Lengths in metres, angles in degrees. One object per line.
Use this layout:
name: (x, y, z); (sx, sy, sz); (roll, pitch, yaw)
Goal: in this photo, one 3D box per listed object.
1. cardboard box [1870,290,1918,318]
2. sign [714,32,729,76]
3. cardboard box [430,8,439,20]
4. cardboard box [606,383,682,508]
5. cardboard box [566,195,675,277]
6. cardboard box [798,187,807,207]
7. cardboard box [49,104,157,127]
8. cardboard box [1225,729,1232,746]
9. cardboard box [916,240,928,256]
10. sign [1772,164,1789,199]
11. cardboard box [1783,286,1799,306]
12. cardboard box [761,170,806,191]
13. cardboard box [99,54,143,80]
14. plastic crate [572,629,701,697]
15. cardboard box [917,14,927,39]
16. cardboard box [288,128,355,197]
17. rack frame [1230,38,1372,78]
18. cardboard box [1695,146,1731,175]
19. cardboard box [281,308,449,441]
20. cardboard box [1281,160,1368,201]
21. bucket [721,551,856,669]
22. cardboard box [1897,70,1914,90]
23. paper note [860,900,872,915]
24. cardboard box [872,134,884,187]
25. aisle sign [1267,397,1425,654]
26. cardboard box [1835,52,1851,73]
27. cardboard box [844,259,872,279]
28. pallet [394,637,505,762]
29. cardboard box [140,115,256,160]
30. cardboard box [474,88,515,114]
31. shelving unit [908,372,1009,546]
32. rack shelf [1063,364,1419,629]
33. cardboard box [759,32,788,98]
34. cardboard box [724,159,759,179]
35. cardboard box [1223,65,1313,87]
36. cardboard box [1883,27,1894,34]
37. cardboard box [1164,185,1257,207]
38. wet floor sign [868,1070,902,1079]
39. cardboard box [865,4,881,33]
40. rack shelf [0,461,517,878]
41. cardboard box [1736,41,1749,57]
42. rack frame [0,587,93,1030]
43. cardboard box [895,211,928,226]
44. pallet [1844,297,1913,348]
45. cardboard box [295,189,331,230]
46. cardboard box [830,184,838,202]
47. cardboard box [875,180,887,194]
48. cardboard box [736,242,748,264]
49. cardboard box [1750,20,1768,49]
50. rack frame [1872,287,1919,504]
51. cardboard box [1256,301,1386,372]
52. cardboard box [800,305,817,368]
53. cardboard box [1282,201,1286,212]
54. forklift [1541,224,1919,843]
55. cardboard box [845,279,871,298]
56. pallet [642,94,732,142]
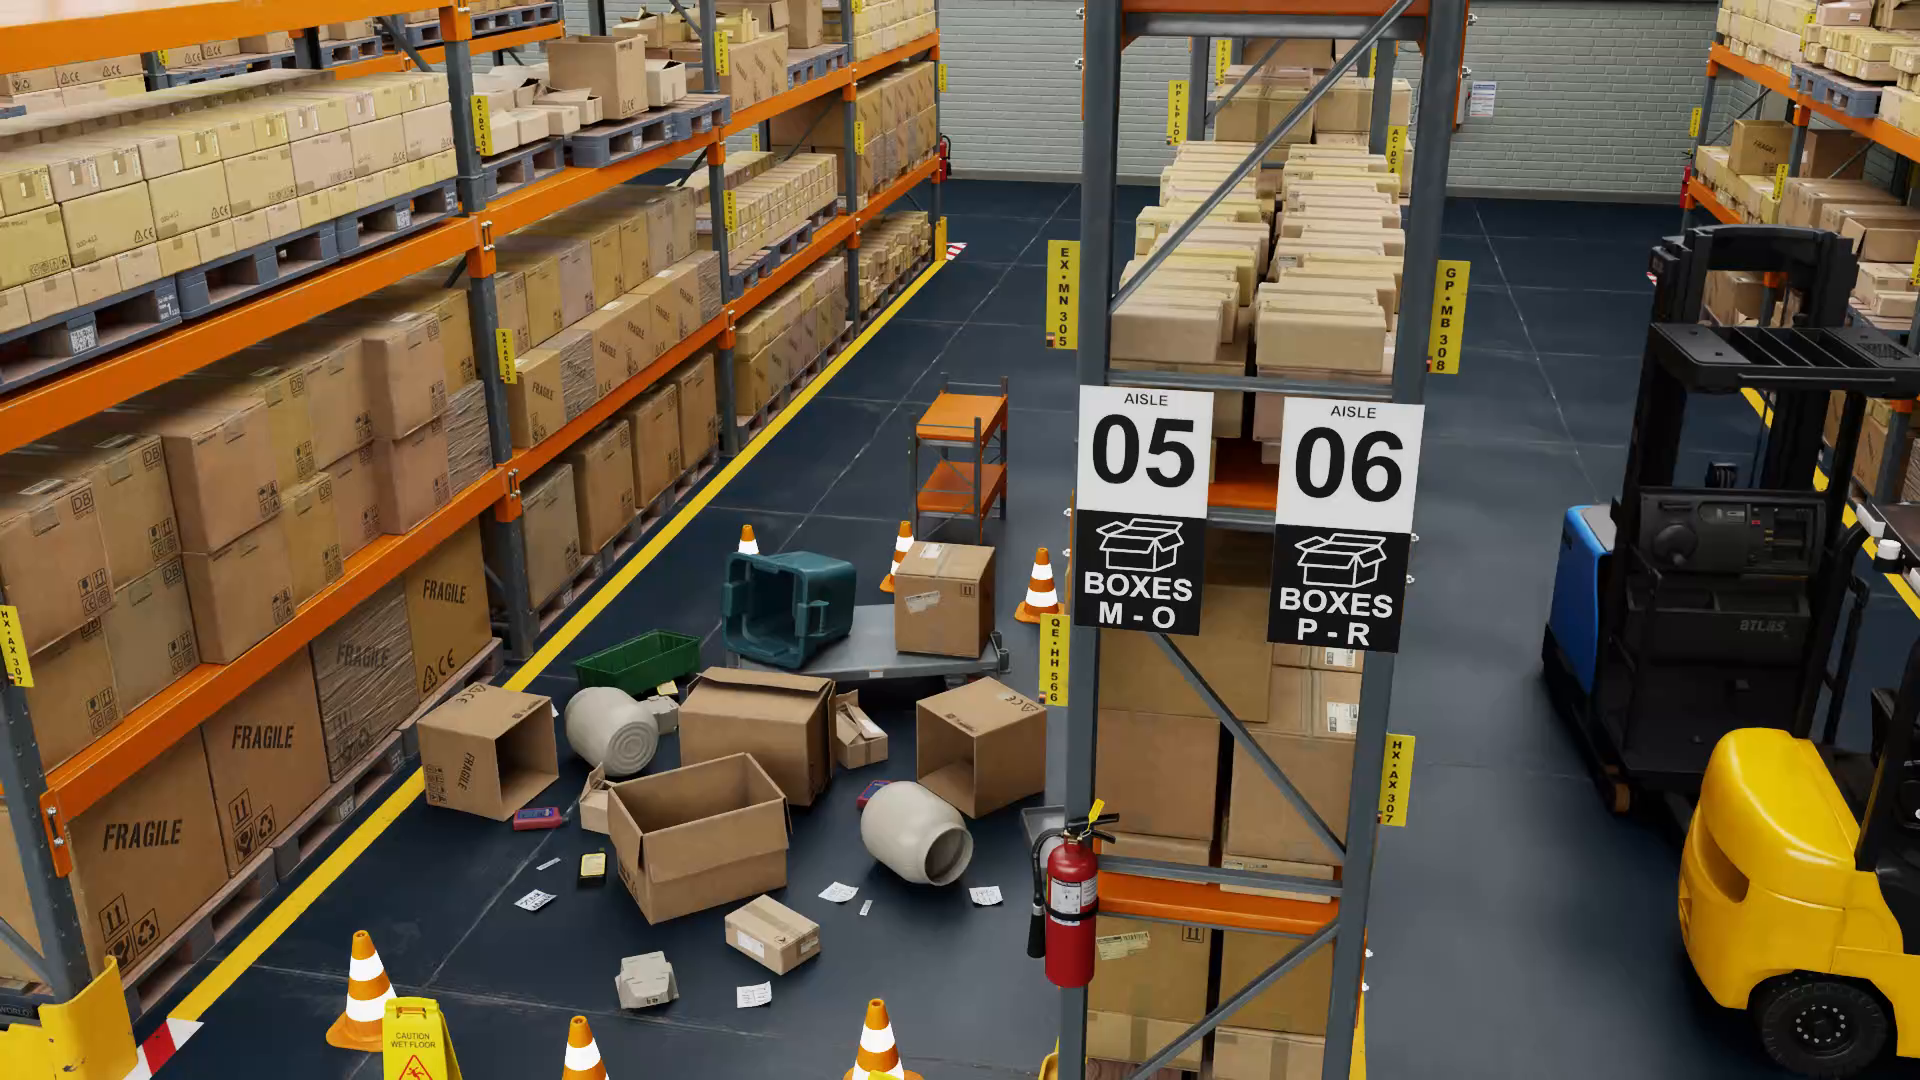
cardboard box: (7.098, -1.772, 12.514); (0.380, 0.149, 0.250); (5, 22, 12)
sign: (-1.845, -3.765, 12.873); (0.100, 0.325, 0.005); (4, 22, 11)
cardboard box: (-6.190, -6.186, 18.854); (0.700, 0.500, 0.500); (6, 23, 14)
cardboard box: (-2.774, -0.758, 12.669); (1.050, 0.750, 0.750); (5, 22, 12)
cardboard box: (-2.590, -2.304, 12.587); (0.700, 0.500, 0.500); (4, 22, 10)
cardboard box: (-1.670, -3.278, 15.854); (0.380, 0.149, 0.250); (3, 22, 8)
cardboard box: (-3.920, -1.902, 7.618); (0.380, 0.149, 0.250); (4, 22, 11)
cardboard box: (0.944, 0.715, 6.900); (0.380, 0.149, 0.250); (5, 22, 12)
cardboard box: (-0.611, -3.630, 20.606); (0.380, 0.149, 0.250); (5, 23, 13)
sign: (7.624, -3.328, 15.442); (0.100, 0.325, 0.005); (4, 22, 11)
cardboard box: (7.882, -2.246, 15.433); (0.380, 0.149, 0.250); (4, 22, 10)
cardboard box: (-1.677, -3.419, 15.806); (0.380, 0.149, 0.250); (4, 22, 9)
cardboard box: (-7.074, -4.033, 13.535); (0.500, 0.500, 0.500); (5, 22, 12)
plastic crate: (-1.956, 0.762, 10.134); (0.450, 0.188, 0.662); (7, 21, 42)
cardboard box: (-0.685, -6.016, 19.462); (0.500, 0.250, 0.500); (4, 22, 11)
cardboard box: (-3.259, -1.813, 7.931); (0.500, 0.250, 0.500); (4, 22, 10)
rack frame: (2.480, -4.585, 11.691); (1.000, 3.000, 0.127); (4, 22, 11)
cardboard box: (8.616, -4.274, 18.752); (0.500, 0.250, 0.500); (5, 22, 11)
cardboard box: (-3.310, -0.907, 8.945); (0.875, 0.550, 0.550); (4, 22, 11)
cardboard box: (1.694, -1.662, 7.718); (0.380, 0.149, 0.250); (5, 22, 12)
bucket: (-0.973, 0.360, 9.793); (0.726, 0.611, 0.620); (13, 15, 29)
cardboard box: (7.465, -3.548, 12.800); (0.380, 0.149, 0.250); (5, 22, 12)
paper note: (-0.450, 1.761, 7.968); (0.032, 0.001, 0.123); (4, 22, 11)
cardboard box: (-1.129, -4.133, 18.068); (0.500, 0.500, 0.500); (4, 22, 11)
aisle sign: (1.138, -0.036, 4.947); (0.394, 0.787, 0.004); (4, 22, 11)
cardboard box: (7.500, -3.951, 13.774); (0.380, 0.149, 0.250); (4, 22, 10)
cardboard box: (-1.183, -2.960, 18.145); (0.380, 0.149, 0.250); (6, 23, 14)
pallet: (-3.434, 0.886, 9.870); (1.003, 0.211, 1.213); (4, 22, 11)
cardboard box: (-3.327, -1.759, 7.263); (0.380, 0.149, 0.250); (5, 22, 12)
cardboard box: (-3.166, -2.711, 10.558); (0.500, 0.250, 0.500); (4, 22, 10)
shelving unit: (0.001, -0.524, 12.150); (0.538, 1.125, 1.048); (4, 22, 11)
rack shelf: (1.256, -0.665, 6.938); (1.077, 0.370, 4.000); (4, 22, 11)
cardboard box: (-1.817, -4.135, 14.457); (0.500, 0.500, 0.500); (4, 22, 11)
cardboard box: (-2.207, -3.654, 16.390); (0.380, 0.149, 0.250); (5, 22, 11)
cardboard box: (1.844, -2.684, 9.957); (0.500, 0.250, 0.500); (5, 22, 12)
cardboard box: (8.179, -4.327, 14.310); (0.380, 0.149, 0.250); (5, 22, 11)
cardboard box: (1.068, -1.413, 7.100); (0.380, 0.149, 0.250); (4, 22, 10)
wet floor sign: (-0.239, 2.204, 6.017); (0.267, 0.644, 0.232); (13, 25, 29)
cardboard box: (-1.131, -5.498, 17.507); (0.500, 0.250, 0.500); (4, 22, 11)
rack shelf: (-3.611, 0.386, 8.343); (1.077, 0.370, 4.000); (4, 22, 11)
cardboard box: (8.385, -5.157, 17.463); (0.380, 0.149, 0.250); (4, 22, 11)
rack frame: (-4.019, 0.784, 6.393); (1.000, 3.000, 0.127); (4, 22, 11)
cardboard box: (-0.614, -4.003, 20.736); (0.380, 0.149, 0.250); (5, 22, 12)
pallet: (7.410, -1.589, 12.541); (1.213, 0.211, 1.003); (4, 22, 11)
cardboard box: (-3.222, -1.572, 7.866); (0.380, 0.149, 0.250); (4, 22, 10)
cardboard box: (-1.457, -3.523, 16.860); (0.380, 0.149, 0.250); (4, 22, 10)
cardboard box: (-1.032, -3.955, 18.495); (0.380, 0.149, 0.250); (5, 22, 12)
cardboard box: (-2.043, -2.467, 14.237); (0.380, 0.149, 0.250); (6, 23, 14)
cardboard box: (8.331, -5.104, 16.800); (0.500, 0.250, 0.500); (4, 22, 10)
rack frame: (7.340, -1.425, 11.876); (1.000, 3.000, 0.127); (4, 22, 11)
cardboard box: (1.120, -0.635, 5.169); (0.380, 0.149, 0.250); (4, 22, 11)
cardboard box: (-1.689, -1.976, 16.028); (0.500, 0.500, 0.500); (4, 22, 10)
cardboard box: (1.735, -1.432, 7.681); (0.500, 0.250, 0.500); (4, 22, 10)
forklift: (4.000, -0.015, 8.469); (1.130, 2.935, 3.031); (2, 22, 5)
cardboard box: (-1.183, -2.724, 17.957); (0.380, 0.149, 0.250); (5, 23, 13)
pallet: (-2.466, -3.206, 12.537); (1.213, 0.211, 1.003); (6, 23, 13)
